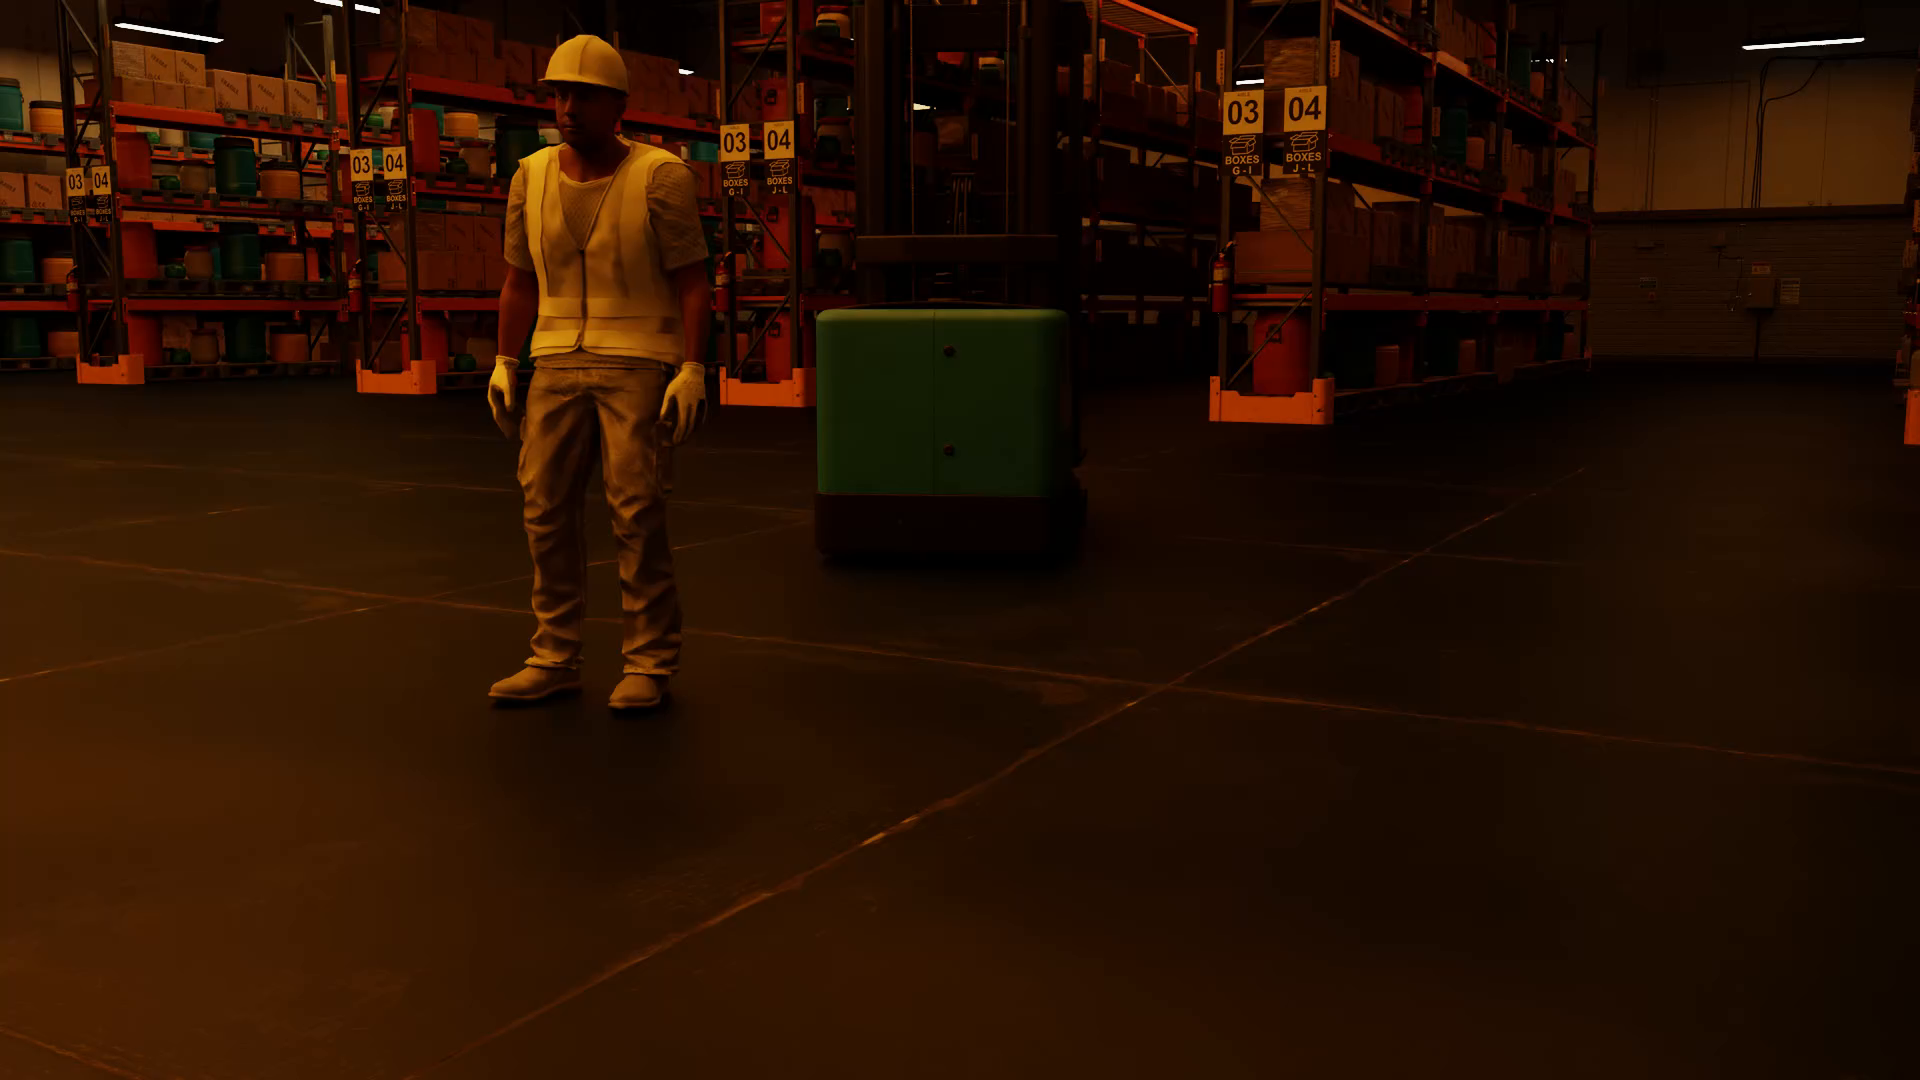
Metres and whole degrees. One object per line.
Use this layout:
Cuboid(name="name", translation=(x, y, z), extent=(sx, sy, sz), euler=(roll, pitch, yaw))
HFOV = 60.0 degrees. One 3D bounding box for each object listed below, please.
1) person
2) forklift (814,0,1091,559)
Cuboid(name="person", translation=(-0.974, -0.434, 4.486), extent=(0.624, 1.773, 0.451), euler=(2, 8, 15))
Cuboid(name="forklift", translation=(0.072, -1.535, 8.212), extent=(1.130, 2.935, 3.031), euler=(1, 8, 7))
